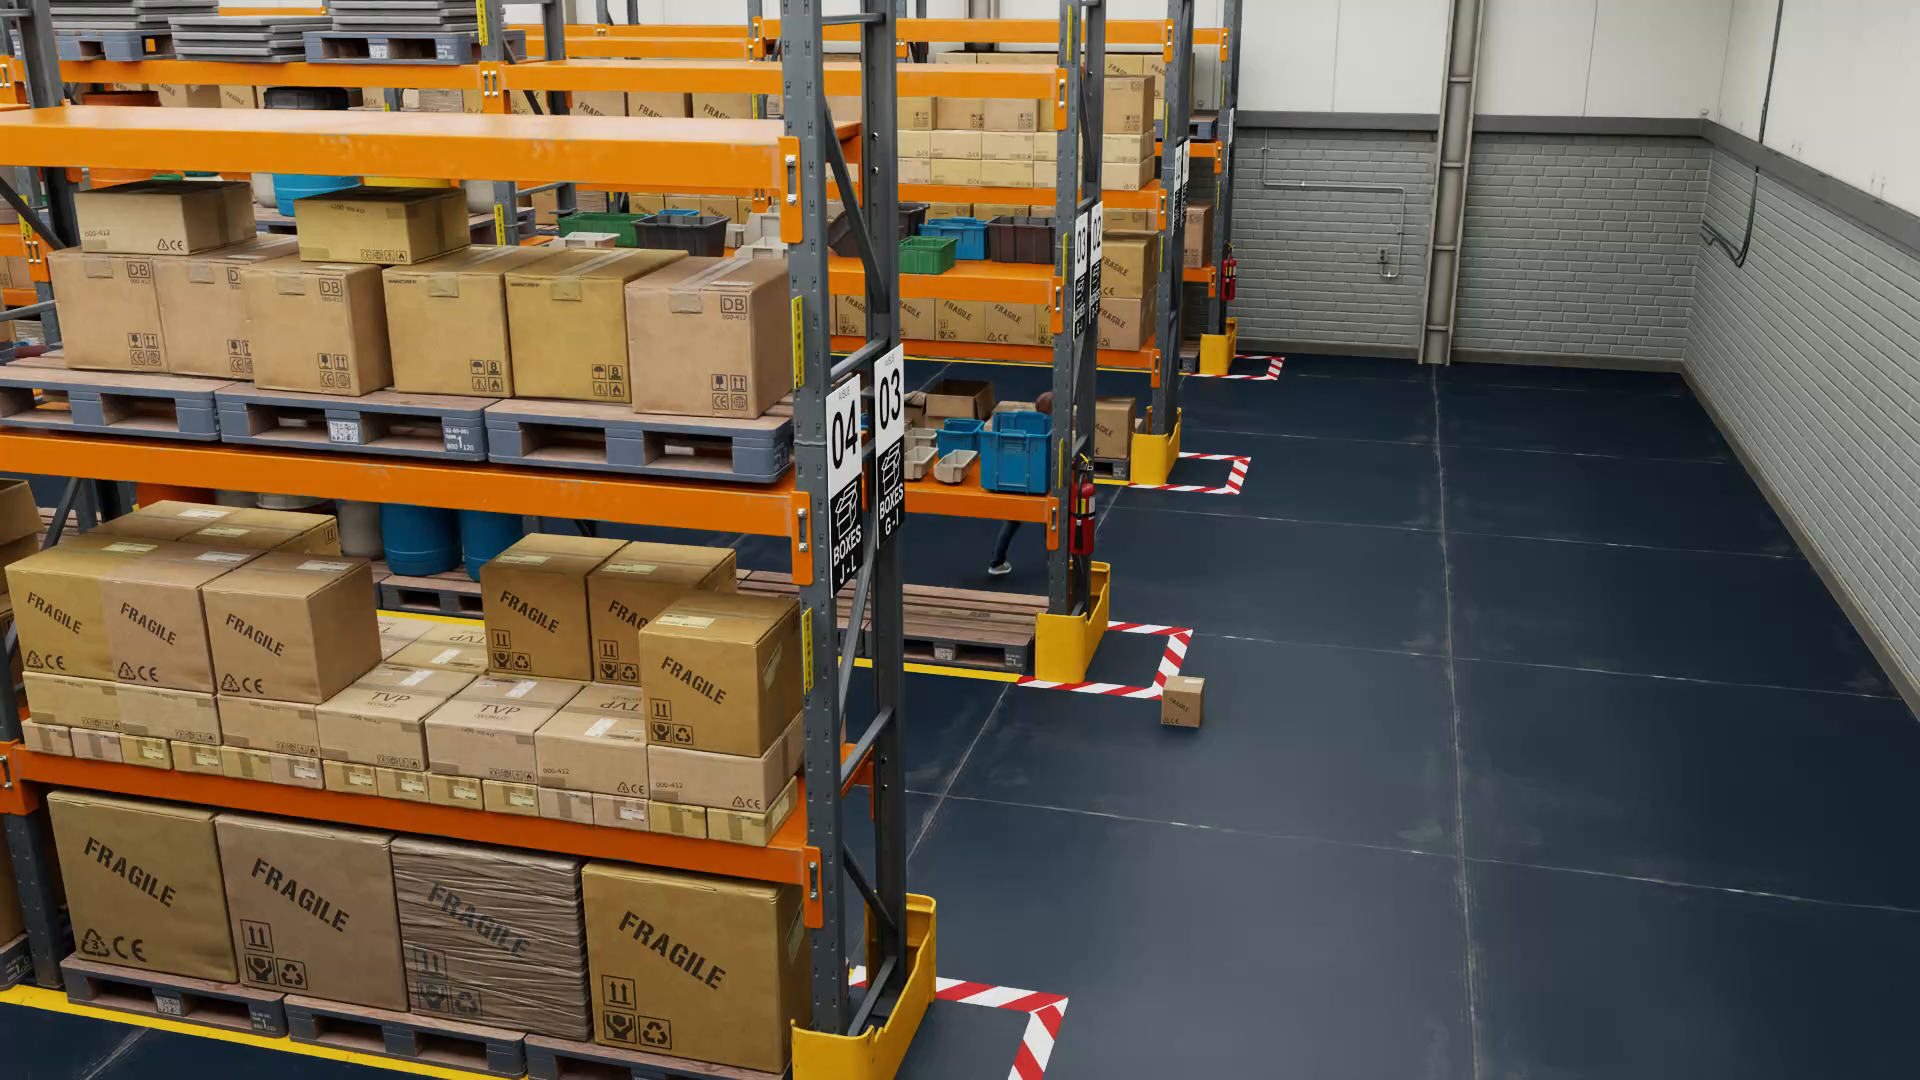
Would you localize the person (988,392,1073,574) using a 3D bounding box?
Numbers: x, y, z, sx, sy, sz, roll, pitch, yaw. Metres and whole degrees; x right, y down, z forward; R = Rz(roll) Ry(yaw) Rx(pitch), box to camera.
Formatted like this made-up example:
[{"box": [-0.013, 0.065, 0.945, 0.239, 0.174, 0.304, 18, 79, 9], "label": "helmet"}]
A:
[{"box": [0.648, -0.471, 13.483, 0.902, 1.537, 0.497, -13, 23, -35], "label": "person"}]
